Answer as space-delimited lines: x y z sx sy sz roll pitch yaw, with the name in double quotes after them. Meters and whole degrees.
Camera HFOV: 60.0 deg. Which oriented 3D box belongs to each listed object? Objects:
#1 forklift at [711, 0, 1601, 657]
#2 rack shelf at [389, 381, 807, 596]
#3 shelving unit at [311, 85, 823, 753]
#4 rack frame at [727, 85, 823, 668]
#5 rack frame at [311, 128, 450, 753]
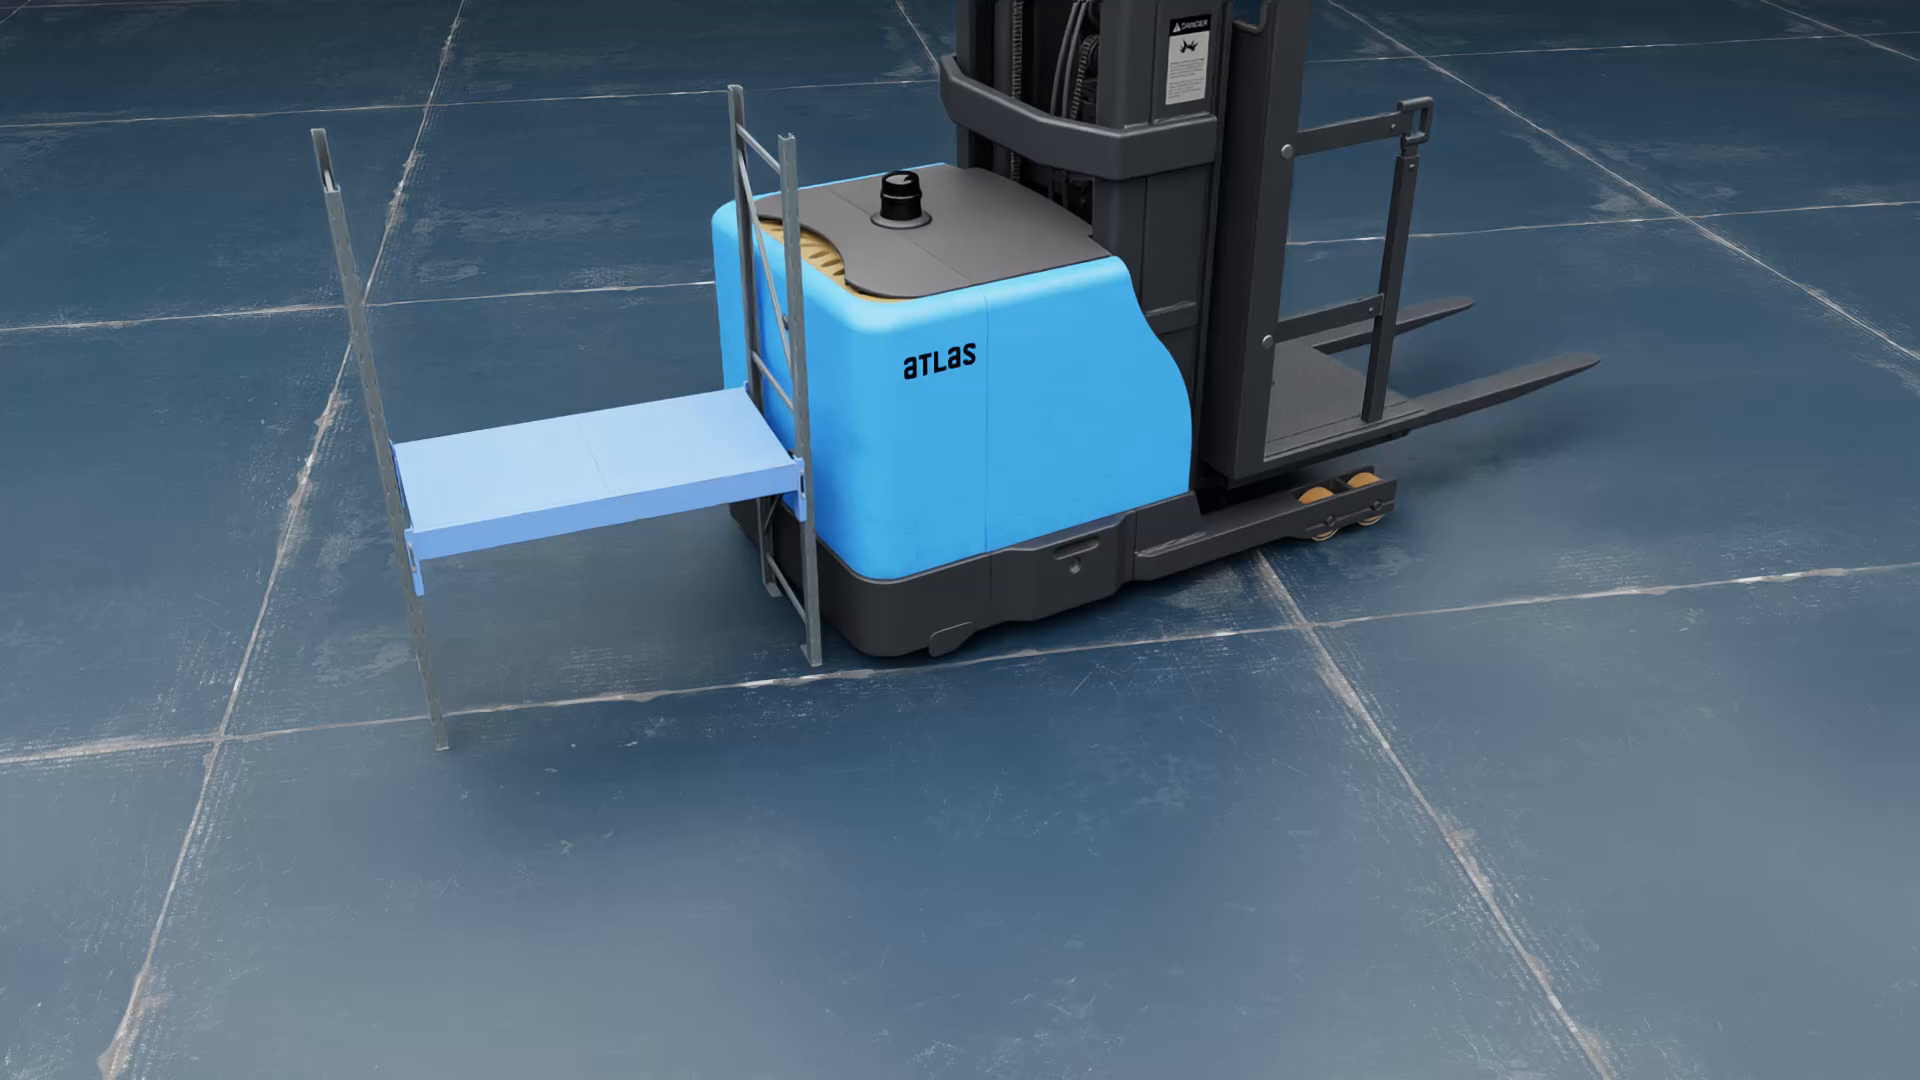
0.804 -1.476 4.868 3.031 2.935 1.130 -16 34 -26 "forklift"
-0.963 -0.157 4.392 1.000 0.185 0.538 -12 32 -19 "rack shelf"
-0.963 -0.312 4.301 1.048 1.500 0.538 -12 32 -19 "shelving unit"
-0.492 -0.408 4.465 0.032 1.500 0.500 -12 32 -19 "rack frame"
-1.435 -0.215 4.136 0.032 1.500 0.500 -12 32 -19 "rack frame"
